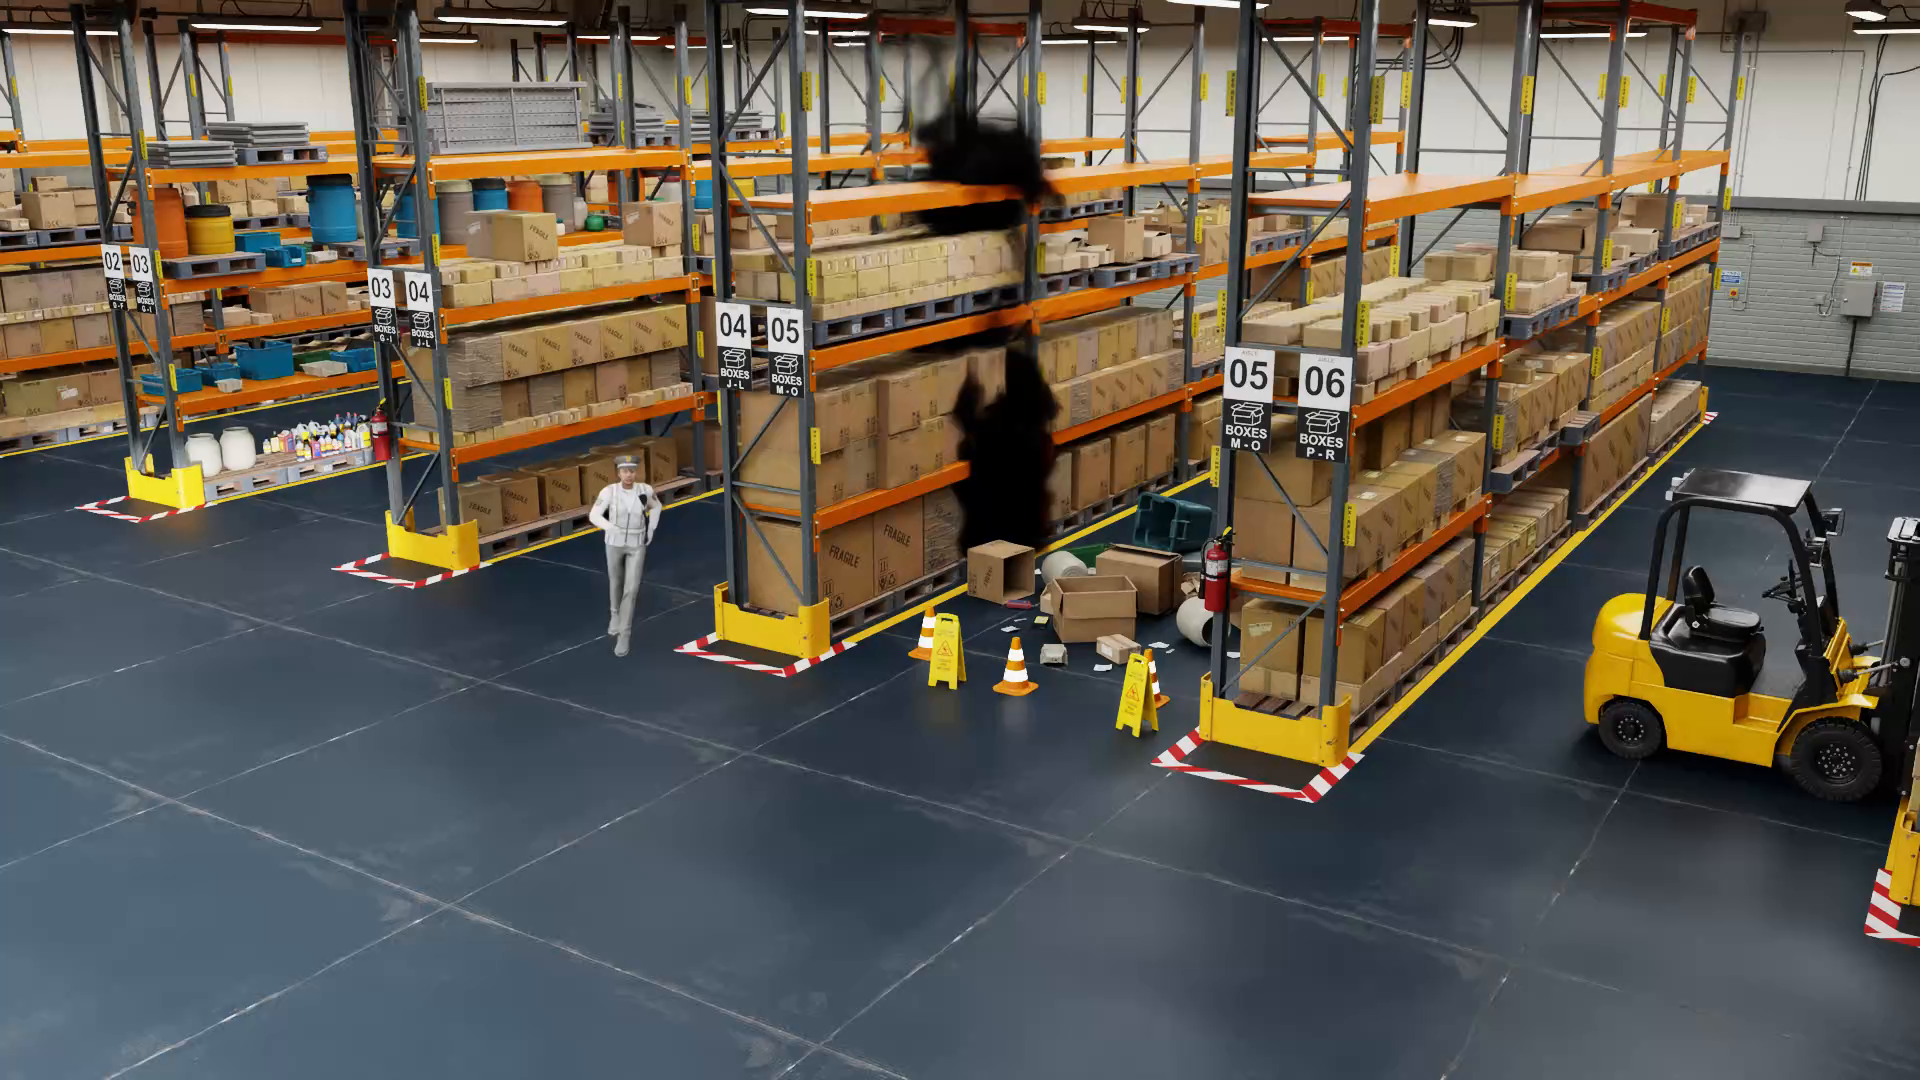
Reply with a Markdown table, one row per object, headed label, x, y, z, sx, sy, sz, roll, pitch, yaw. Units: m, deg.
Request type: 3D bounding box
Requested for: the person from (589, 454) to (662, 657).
| label | x | y | z | sx | sy | sz | roll | pitch | yaw |
| --- | --- | --- | --- | --- | --- | --- | --- | --- | --- |
| person | -2.937 | 0.087 | 14.709 | 0.628 | 1.756 | 0.723 | -3 | 16 | -9 |
